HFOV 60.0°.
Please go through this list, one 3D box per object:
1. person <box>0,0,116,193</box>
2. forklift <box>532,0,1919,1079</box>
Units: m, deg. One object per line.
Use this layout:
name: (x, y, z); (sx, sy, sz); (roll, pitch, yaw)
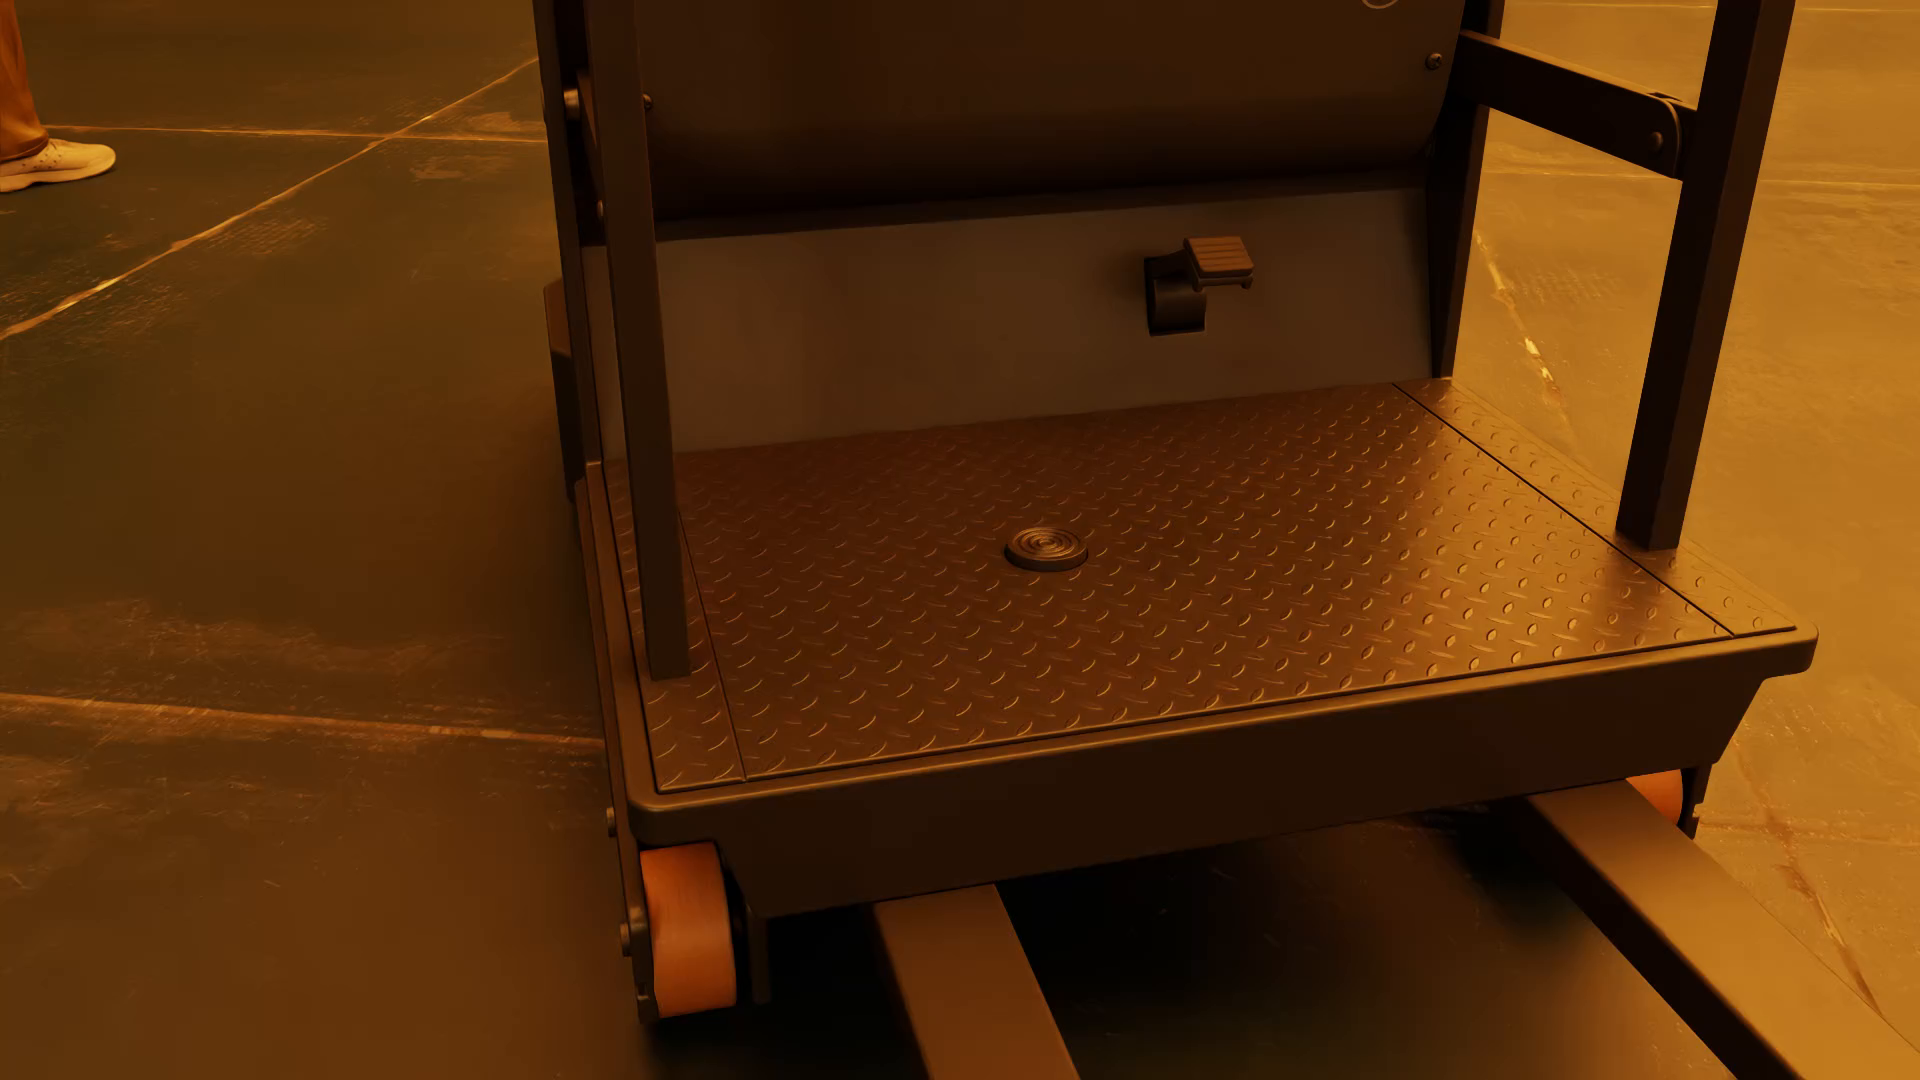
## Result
person: (-2.563, -1.778, 4.067); (0.598, 1.783, 0.397); (15, 30, 27)
forklift: (0.153, -1.049, 1.319); (1.130, 2.935, 3.031); (-7, 27, -13)
